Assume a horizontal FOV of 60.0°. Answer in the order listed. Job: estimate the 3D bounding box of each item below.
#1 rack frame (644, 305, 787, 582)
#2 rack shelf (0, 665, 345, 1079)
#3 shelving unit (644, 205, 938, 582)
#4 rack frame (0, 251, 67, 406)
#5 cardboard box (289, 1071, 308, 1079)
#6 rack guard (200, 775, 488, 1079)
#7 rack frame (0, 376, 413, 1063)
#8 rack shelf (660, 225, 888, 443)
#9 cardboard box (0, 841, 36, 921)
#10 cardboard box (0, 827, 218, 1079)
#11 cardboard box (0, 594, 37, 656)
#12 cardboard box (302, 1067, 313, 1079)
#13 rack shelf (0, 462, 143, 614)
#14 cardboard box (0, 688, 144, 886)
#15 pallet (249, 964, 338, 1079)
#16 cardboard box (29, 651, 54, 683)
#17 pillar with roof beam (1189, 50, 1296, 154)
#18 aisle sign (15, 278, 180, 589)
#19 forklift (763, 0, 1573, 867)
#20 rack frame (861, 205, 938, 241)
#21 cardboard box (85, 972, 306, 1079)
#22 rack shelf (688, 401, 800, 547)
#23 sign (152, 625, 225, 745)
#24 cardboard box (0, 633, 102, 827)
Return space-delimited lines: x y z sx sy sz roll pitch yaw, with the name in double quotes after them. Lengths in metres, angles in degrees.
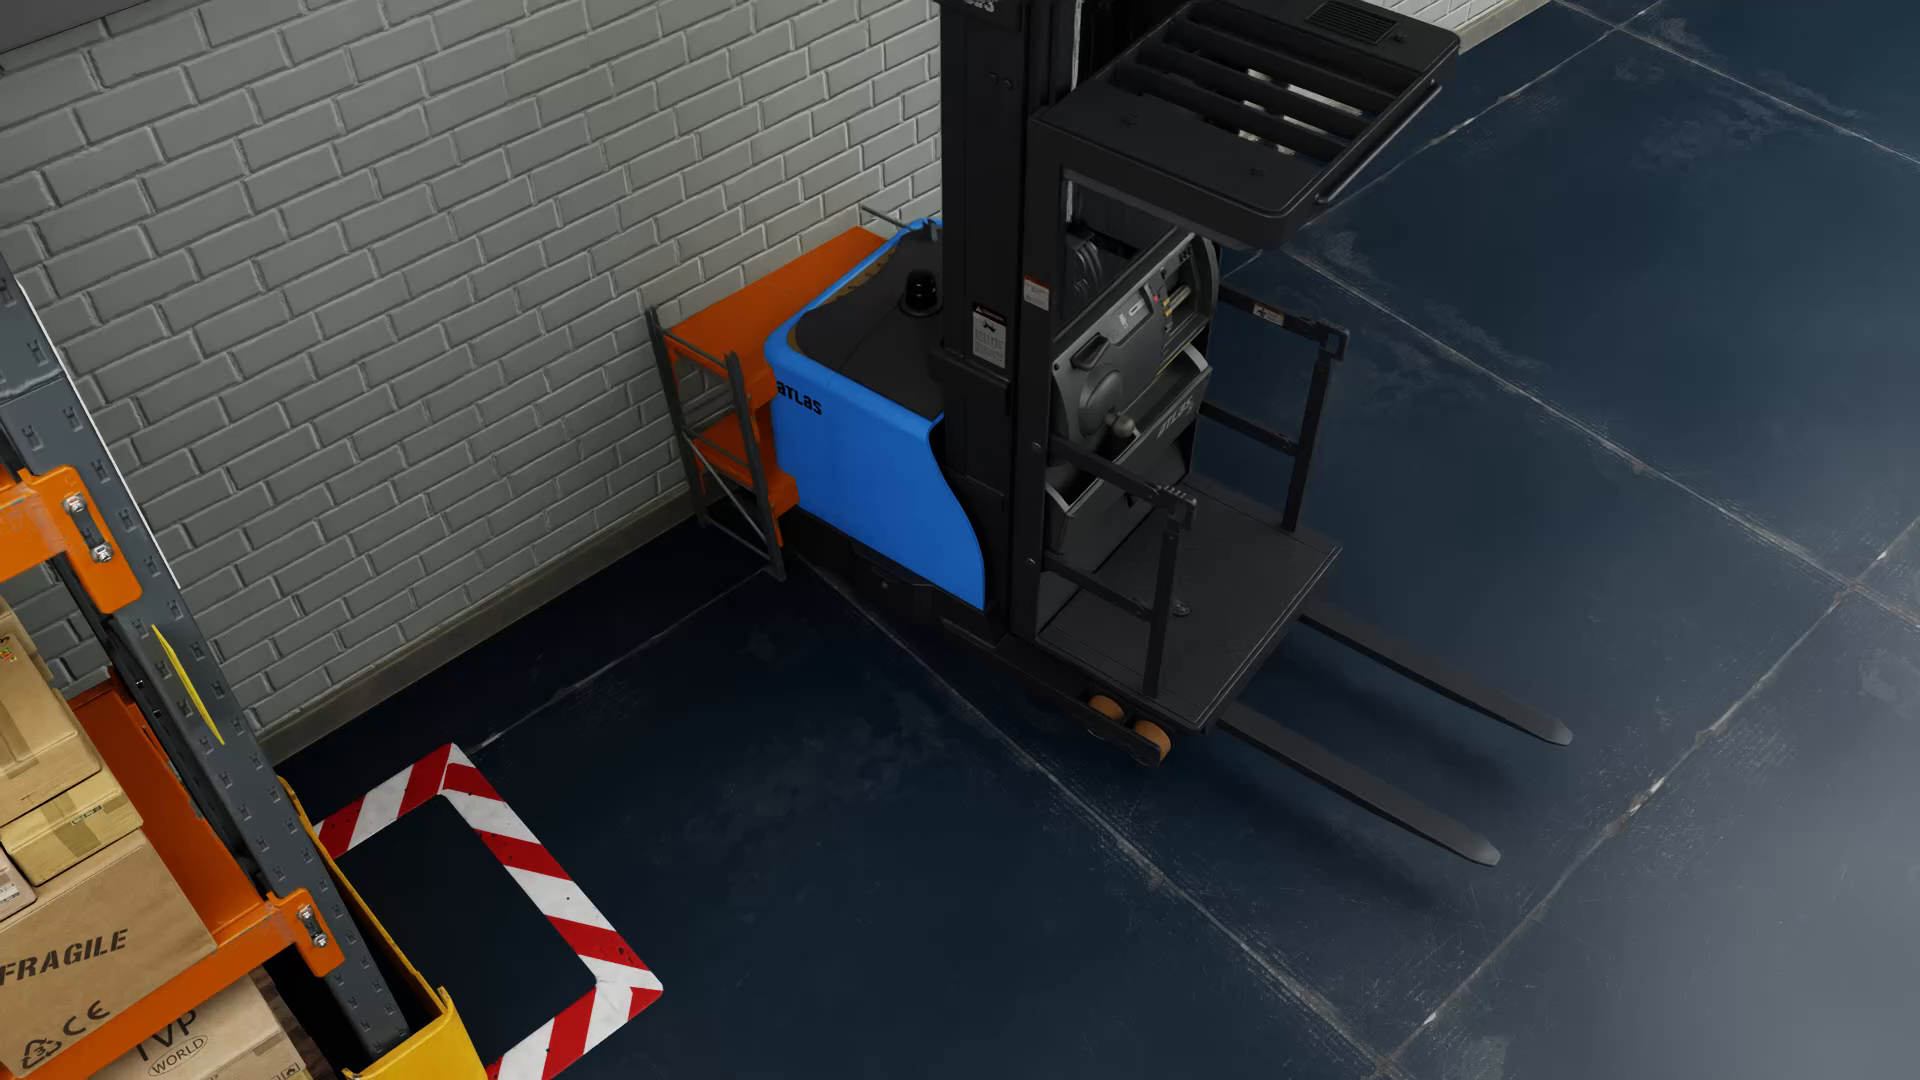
-0.927 -0.350 6.359 0.500 1.125 0.032 30 55 32 "rack frame"
-3.471 1.713 3.671 4.000 0.370 1.077 -34 56 -27 "rack shelf"
-0.583 -0.630 6.607 0.538 1.125 1.048 30 55 32 "shelving unit"
-1.991 -1.554 2.114 0.127 3.000 1.000 -34 56 -27 "rack frame"
-2.141 1.512 4.613 0.500 0.250 0.500 -34 56 -28 "cardboard box"
-1.974 1.316 5.249 0.348 0.500 1.175 -34 56 -27 "rack guard"
-1.991 0.480 4.319 0.127 3.000 1.000 -34 56 -27 "rack frame"
-0.607 -0.839 6.403 0.538 0.278 1.000 30 55 32 "rack shelf"
-2.228 0.693 3.614 0.250 0.149 0.380 -33 55 -27 "cardboard box"
-2.179 0.833 3.926 0.500 0.500 0.500 -35 56 -28 "cardboard box"
-2.384 0.176 3.888 0.250 0.149 0.380 -35 56 -28 "cardboard box"
-2.126 1.675 4.802 0.500 0.250 0.500 -33 56 -27 "cardboard box"
-3.471 0.696 2.569 4.000 0.370 1.077 -34 56 -27 "rack shelf"
-2.059 0.550 3.745 0.250 0.149 0.380 -33 55 -27 "cardboard box"
-2.529 1.827 4.974 1.213 0.211 1.003 -34 56 -27 "pallet"
-2.417 0.253 4.019 0.250 0.149 0.380 -35 56 -28 "cardboard box"
4.223 -2.325 2.826 0.400 9.000 9.100 -34 56 -27 "pillar with roof beam"
-1.745 -0.274 3.246 0.004 0.787 0.394 -34 56 -27 "aisle sign"
0.753 -0.623 5.384 3.031 2.935 1.130 29 54 24 "forklift"
-0.239 -0.909 6.855 0.500 1.125 0.032 30 55 32 "rack frame"
-2.122 1.329 4.441 0.500 0.250 0.500 -32 55 -26 "cardboard box"
-0.563 -0.455 6.776 0.538 0.278 1.000 30 55 32 "rack shelf"
-1.637 0.309 3.528 0.005 0.325 0.100 -34 56 -27 "sign"
-2.115 0.417 3.665 0.250 0.149 0.380 -34 56 -27 "cardboard box"
